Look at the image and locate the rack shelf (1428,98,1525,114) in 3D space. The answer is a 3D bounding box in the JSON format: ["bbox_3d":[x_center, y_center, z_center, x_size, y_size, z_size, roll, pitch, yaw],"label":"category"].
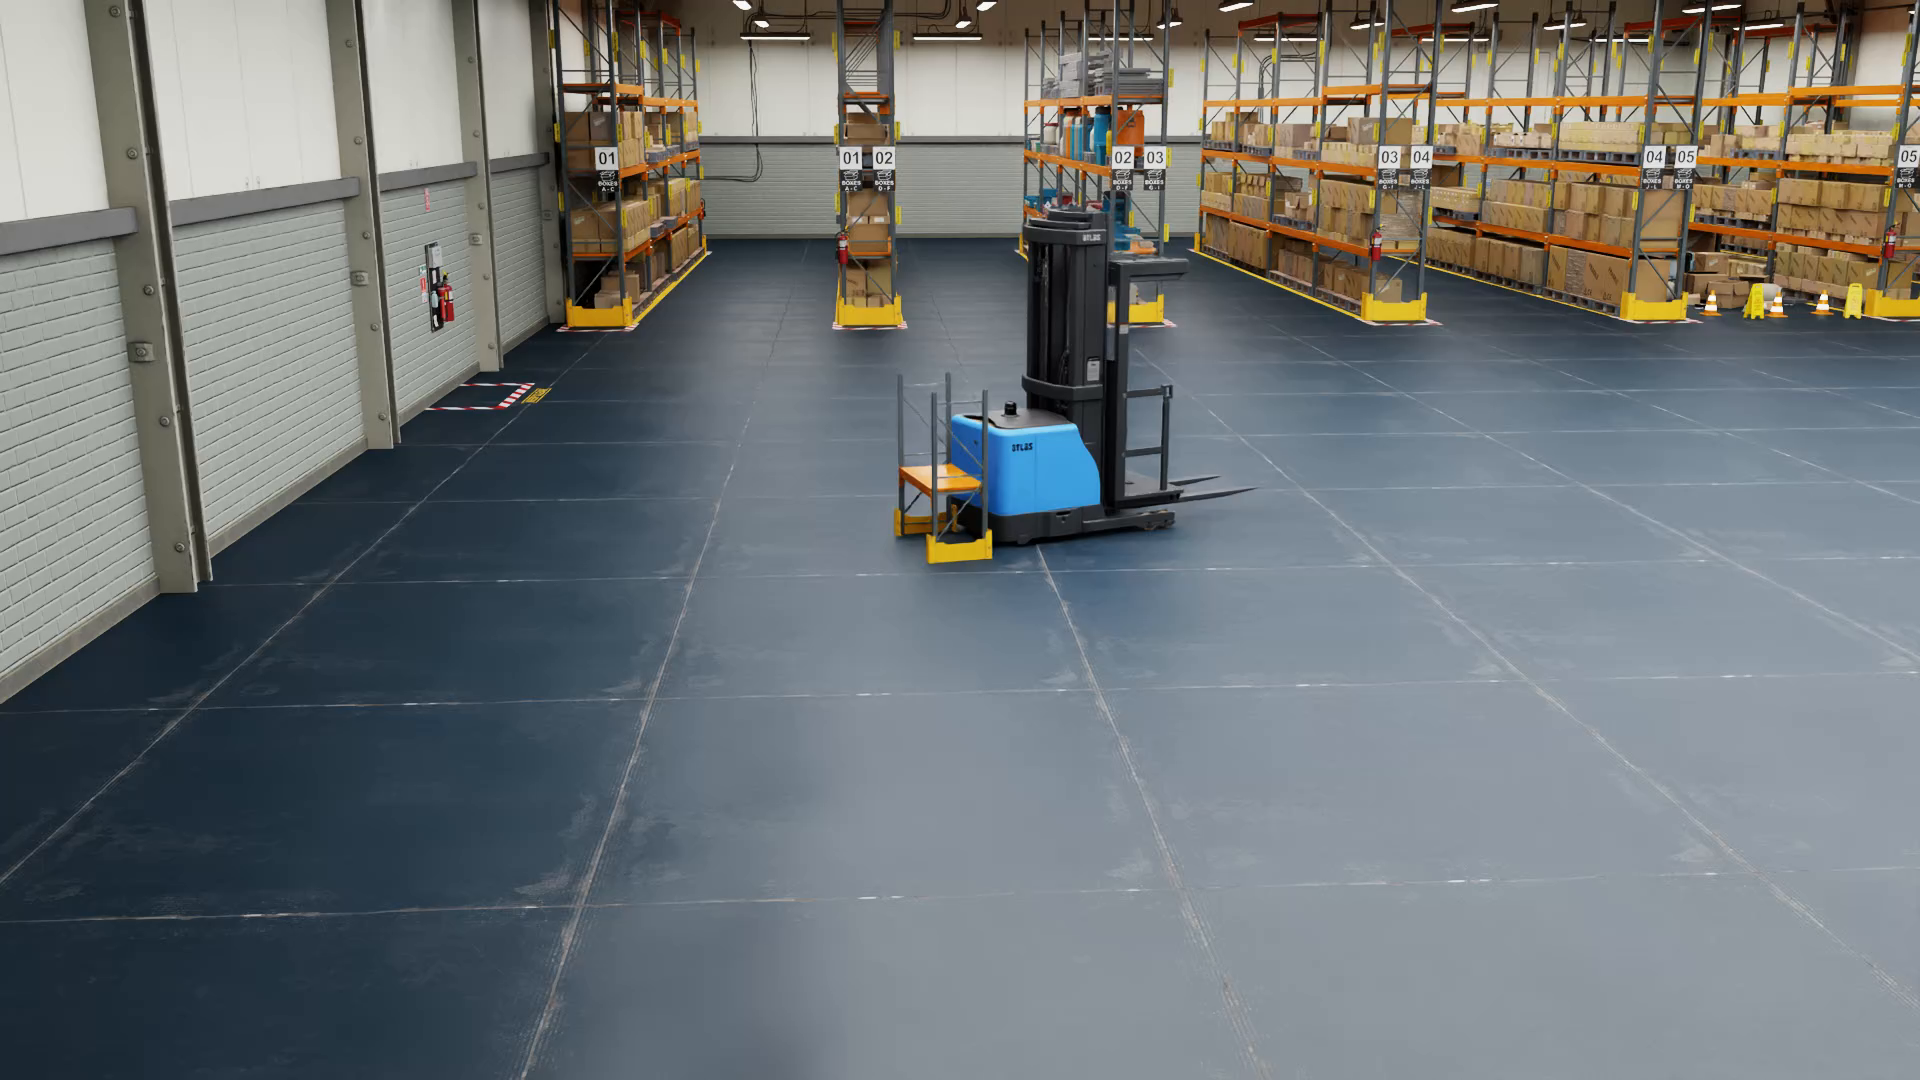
[{"bbox_3d":[12.544,-10.519,40.319,1.077,0.370,4.000,-1,14,-3],"label":"rack shelf"}]

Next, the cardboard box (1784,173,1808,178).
[{"bbox_3d":[22.481,-9.641,44.900,0.500,0.500,0.500,-1,14,-5],"label":"cardboard box"}]

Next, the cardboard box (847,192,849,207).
[{"bbox_3d":[-2.328,-7.861,38.741,0.700,0.500,0.500,-6,16,-22],"label":"cardboard box"}]

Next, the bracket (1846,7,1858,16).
[{"bbox_3d":[22.836,-13.559,42.665,0.235,0.232,0.430,-1,14,-3],"label":"bracket"}]

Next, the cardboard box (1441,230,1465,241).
[{"bbox_3d":[12.264,-7.562,41.288,0.500,0.250,0.500,0,14,-1],"label":"cardboard box"}]

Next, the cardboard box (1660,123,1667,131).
[{"bbox_3d":[13.446,-7.788,31.339,0.380,0.149,0.250,-1,14,-3],"label":"cardboard box"}]

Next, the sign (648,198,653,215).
[{"bbox_3d":[-6.332,-6.812,33.968,0.100,0.325,0.005,-1,14,-3],"label":"sign"}]

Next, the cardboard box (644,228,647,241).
[{"bbox_3d":[-6.518,-6.082,33.131,0.500,0.250,0.500,-1,14,-3],"label":"cardboard box"}]

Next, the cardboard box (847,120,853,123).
[{"bbox_3d":[-2.382,-9.744,39.839,0.600,0.600,0.600,-1,15,-6],"label":"cardboard box"}]

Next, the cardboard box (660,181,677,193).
[{"bbox_3d":[-6.960,-8.317,39.214,0.500,0.250,0.500,-1,14,-3],"label":"cardboard box"}]

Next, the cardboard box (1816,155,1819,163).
[{"bbox_3d":[17.691,-7.759,33.871,0.380,0.149,0.250,-1,14,-5],"label":"cardboard box"}]

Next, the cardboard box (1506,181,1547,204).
[{"bbox_3d":[12.752,-7.826,37.438,0.700,0.500,0.500,-1,14,-4],"label":"cardboard box"}]

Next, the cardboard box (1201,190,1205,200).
[{"bbox_3d":[6.975,-9.544,46.029,0.500,0.250,0.500,-1,14,-5],"label":"cardboard box"}]

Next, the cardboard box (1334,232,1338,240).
[{"bbox_3d":[7.774,-6.122,33.527,0.380,0.149,0.250,-1,14,-3],"label":"cardboard box"}]

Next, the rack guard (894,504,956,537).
[{"bbox_3d":[-0.321,-0.180,15.447,0.587,0.250,0.087,-5,15,-18],"label":"rack guard"}]

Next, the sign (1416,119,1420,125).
[{"bbox_3d":[12.727,-11.533,46.257,0.100,0.325,0.005,-1,14,-3],"label":"sign"}]

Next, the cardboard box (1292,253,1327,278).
[{"bbox_3d":[7.861,-6.164,37.322,0.700,0.500,0.500,0,14,1],"label":"cardboard box"}]

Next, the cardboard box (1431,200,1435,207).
[{"bbox_3d":[12.034,-8.436,41.679,0.380,0.149,0.250,-1,14,-3],"label":"cardboard box"}]

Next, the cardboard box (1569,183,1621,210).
[{"bbox_3d":[13.054,-7.032,34.091,0.875,0.550,0.550,-1,14,-3],"label":"cardboard box"}]

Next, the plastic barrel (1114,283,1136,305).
[{"bbox_3d":[3.146,-4.702,31.654,0.421,0.512,0.421,0,14,0],"label":"plastic barrel"}]

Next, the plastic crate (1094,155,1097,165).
[{"bbox_3d":[2.841,-7.489,32.742,0.336,0.188,0.450,-1,14,-3],"label":"plastic crate"}]

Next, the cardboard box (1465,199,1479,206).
[{"bbox_3d":[12.182,-8.000,39.386,0.380,0.149,0.250,-1,14,-2],"label":"cardboard box"}]

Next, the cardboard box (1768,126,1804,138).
[{"bbox_3d":[17.686,-8.733,35.606,0.500,0.250,0.500,-1,14,-2],"label":"cardboard box"}]

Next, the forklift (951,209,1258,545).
[{"bbox_3d":[1.447,-1.616,15.648,3.031,2.935,1.130,-8,16,-27],"label":"forklift"}]

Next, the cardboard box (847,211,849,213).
[{"bbox_3d":[-1.977,-6.242,31.987,0.380,0.149,0.250,0,14,-2],"label":"cardboard box"}]

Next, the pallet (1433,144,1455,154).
[{"bbox_3d":[12.352,-9.859,41.907,1.213,0.211,1.003,-1,14,-3],"label":"pallet"}]

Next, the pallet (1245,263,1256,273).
[{"bbox_3d":[7.665,-6.756,41.085,1.003,0.211,1.213,-1,14,-3],"label":"pallet"}]

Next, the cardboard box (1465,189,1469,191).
[{"bbox_3d":[12.719,-8.602,41.129,0.380,0.149,0.250,-2,15,-6],"label":"cardboard box"}]

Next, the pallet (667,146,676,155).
[{"bbox_3d":[-7.286,-9.176,39.252,1.003,0.211,1.213,0,14,-1],"label":"pallet"}]

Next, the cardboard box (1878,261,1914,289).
[{"bbox_3d":[18.321,-5.216,32.672,0.500,0.500,0.500,-1,14,-5],"label":"cardboard box"}]

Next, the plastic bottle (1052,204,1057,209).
[{"bbox_3d":[2.277,-7.925,40.130,0.144,0.351,0.185,-1,14,-3],"label":"plastic bottle"}]

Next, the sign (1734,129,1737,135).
[{"bbox_3d":[18.143,-9.471,38.981,0.100,0.325,0.005,-1,14,-3],"label":"sign"}]

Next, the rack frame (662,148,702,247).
[{"bbox_3d":[-7.616,-9.367,45.636,1.000,3.000,0.127,-1,14,-3],"label":"rack frame"}]

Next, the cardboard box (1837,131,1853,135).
[{"bbox_3d":[22.043,-10.096,41.312,0.380,0.149,0.250,-1,14,-3],"label":"cardboard box"}]

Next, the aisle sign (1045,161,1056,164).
[{"bbox_3d":[2.560,-10.801,45.993,0.394,0.787,0.004,-1,14,-3],"label":"aisle sign"}]

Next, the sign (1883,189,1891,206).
[{"bbox_3d":[17.542,-6.480,31.459,0.100,0.325,0.005,-1,14,-3],"label":"sign"}]

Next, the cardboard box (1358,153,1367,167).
[{"bbox_3d":[7.889,-7.237,31.640,0.500,0.250,0.500,-1,14,-3],"label":"cardboard box"}]

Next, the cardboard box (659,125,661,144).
[{"bbox_3d":[-7.293,-9.342,38.436,0.700,0.500,0.500,-2,15,-7],"label":"cardboard box"}]

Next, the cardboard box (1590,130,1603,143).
[{"bbox_3d":[12.763,-7.937,32.717,0.500,0.250,0.500,-1,14,-3],"label":"cardboard box"}]

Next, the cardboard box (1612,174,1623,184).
[{"bbox_3d":[17.094,-9.173,42.676,0.500,0.500,0.500,-1,14,-3],"label":"cardboard box"}]

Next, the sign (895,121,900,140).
[{"bbox_3d":[-1.127,-7.387,30.006,0.100,0.325,0.005,-1,14,-3],"label":"sign"}]

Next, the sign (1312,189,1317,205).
[{"bbox_3d":[7.405,-7.163,34.747,0.100,0.325,0.005,-1,14,-3],"label":"sign"}]

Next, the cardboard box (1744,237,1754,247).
[{"bbox_3d":[21.950,-8.320,45.740,0.500,0.500,0.500,-1,14,-2],"label":"cardboard box"}]

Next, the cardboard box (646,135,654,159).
[{"bbox_3d":[-7.133,-8.566,36.255,0.797,0.503,0.637,1,14,4],"label":"cardboard box"}]

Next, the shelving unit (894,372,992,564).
[{"bbox_3d":[-0.165,-0.667,14.833,0.587,1.500,1.083,-5,15,-18],"label":"shelving unit"}]

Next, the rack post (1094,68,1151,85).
[{"bbox_3d":[3.112,-8.891,31.897,0.937,0.300,0.954,-1,14,-4],"label":"rack post"}]

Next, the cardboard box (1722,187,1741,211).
[{"bbox_3d":[17.501,-7.654,37.338,0.500,0.500,0.500,-1,14,-6],"label":"cardboard box"}]

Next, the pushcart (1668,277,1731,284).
[{"bbox_3d":[15.577,-5.447,35.664,1.648,0.377,0.936,-6,16,-23],"label":"pushcart"}]

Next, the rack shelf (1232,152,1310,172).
[{"bbox_3d":[7.587,-9.208,40.443,1.077,0.370,4.000,-1,14,-3],"label":"rack shelf"}]

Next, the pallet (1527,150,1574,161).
[{"bbox_3d":[12.809,-8.251,35.661,0.805,0.209,1.217,-1,15,-6],"label":"pallet"}]

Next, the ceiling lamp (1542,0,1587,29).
[{"bbox_3d":[15.226,-14.245,40.843,0.800,3.185,2.000,-1,14,-3],"label":"ceiling lamp"}]

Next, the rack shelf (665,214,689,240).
[{"bbox_3d":[-7.245,-7.526,39.926,1.077,0.370,4.000,-1,14,-3],"label":"rack shelf"}]

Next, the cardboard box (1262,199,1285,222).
[{"bbox_3d":[7.433,-7.774,39.244,0.500,0.500,0.500,0,14,-2],"label":"cardboard box"}]

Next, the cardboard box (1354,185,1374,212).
[{"bbox_3d":[7.889,-6.551,31.887,0.500,0.500,0.500,-1,14,-3],"label":"cardboard box"}]

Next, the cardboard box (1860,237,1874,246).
[{"bbox_3d":[17.734,-5.799,32.274,0.380,0.149,0.250,-1,14,-4],"label":"cardboard box"}]

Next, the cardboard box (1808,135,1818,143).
[{"bbox_3d":[17.585,-8.203,33.996,0.380,0.149,0.250,-1,14,-4],"label":"cardboard box"}]

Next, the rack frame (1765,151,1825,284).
[{"bbox_3d":[17.850,-6.765,35.523,1.000,3.000,0.127,-1,14,-3],"label":"rack frame"}]
